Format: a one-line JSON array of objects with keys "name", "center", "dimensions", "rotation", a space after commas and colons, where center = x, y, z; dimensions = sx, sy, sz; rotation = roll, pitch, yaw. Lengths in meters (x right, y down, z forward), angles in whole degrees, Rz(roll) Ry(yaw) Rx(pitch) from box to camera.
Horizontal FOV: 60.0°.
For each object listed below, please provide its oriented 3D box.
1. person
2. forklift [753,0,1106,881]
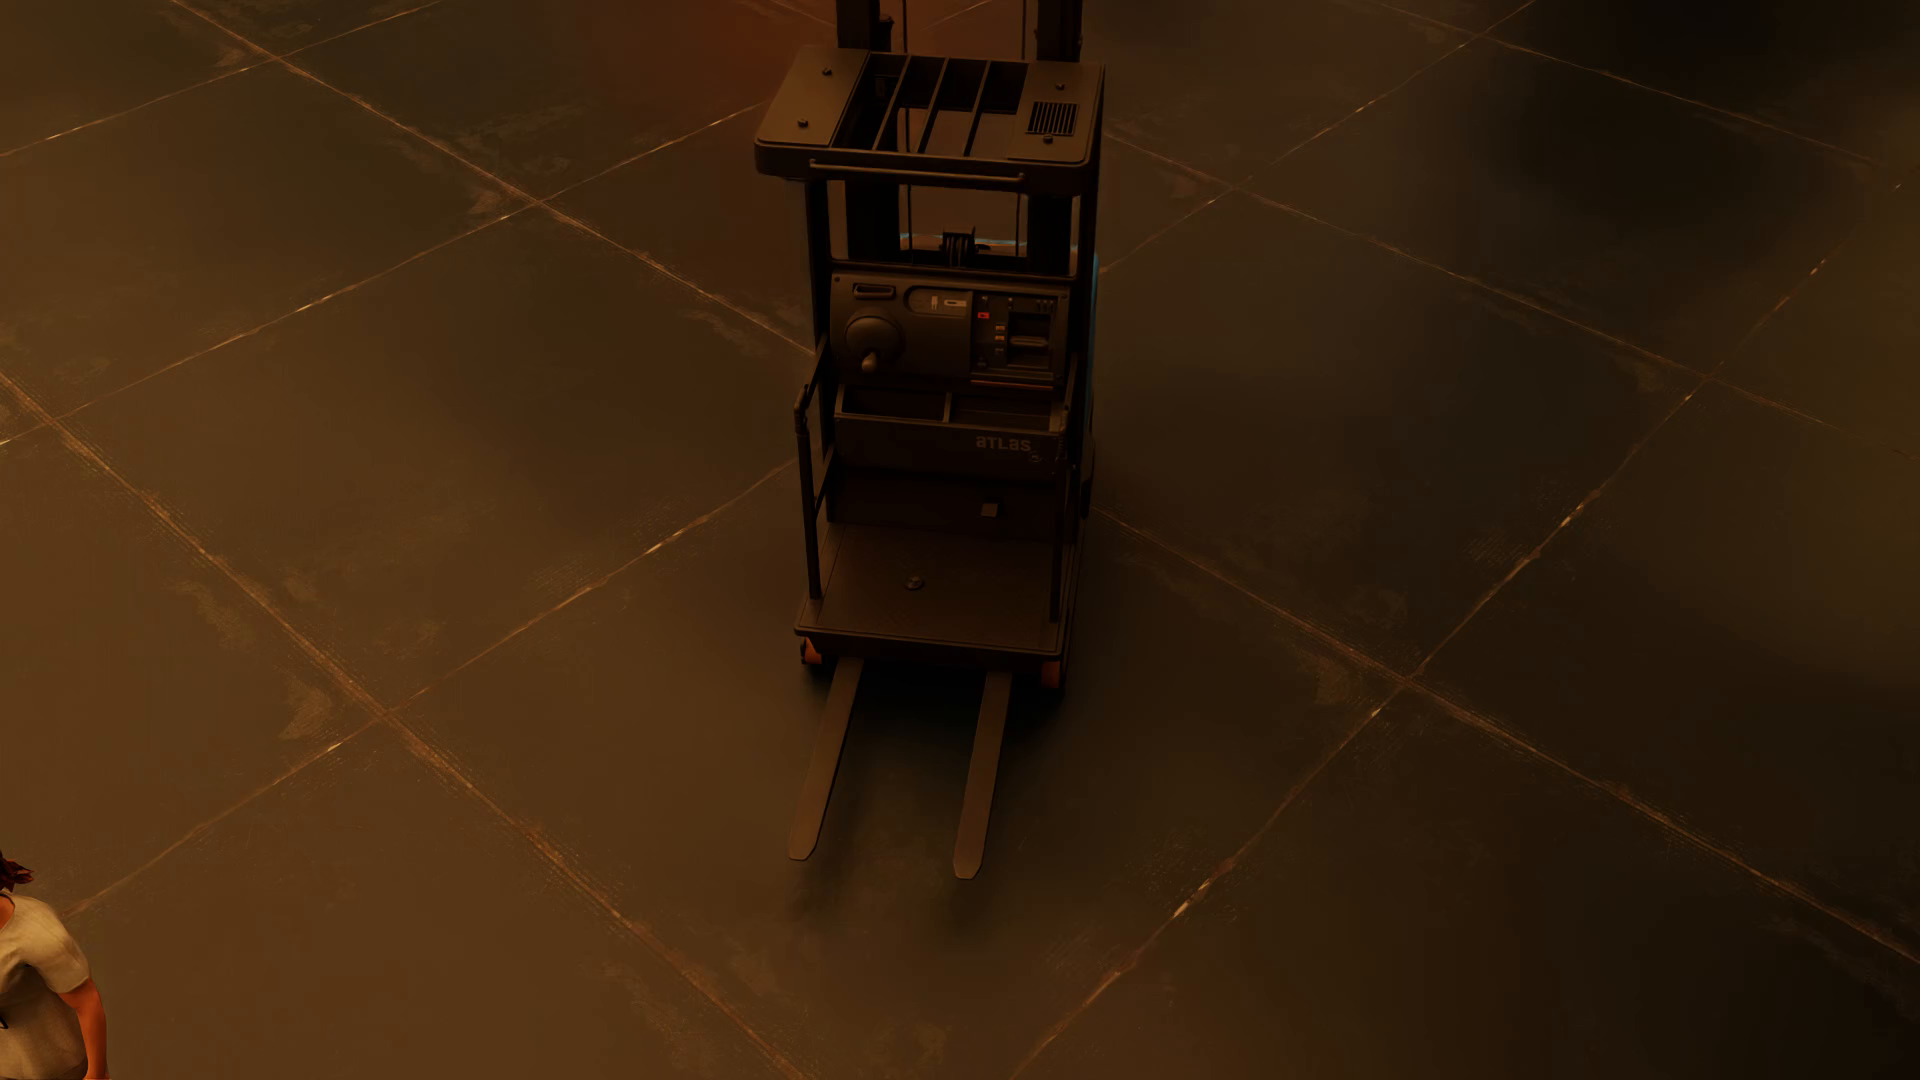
[{"name": "person", "center": [-2.644, 1.472, 4.665], "dimensions": [0.549, 1.674, 0.549], "rotation": [10, 42, 12]}, {"name": "forklift", "center": [-0.071, -0.738, 6.289], "dimensions": [1.130, 2.935, 3.031], "rotation": [5, 41, 6]}]
